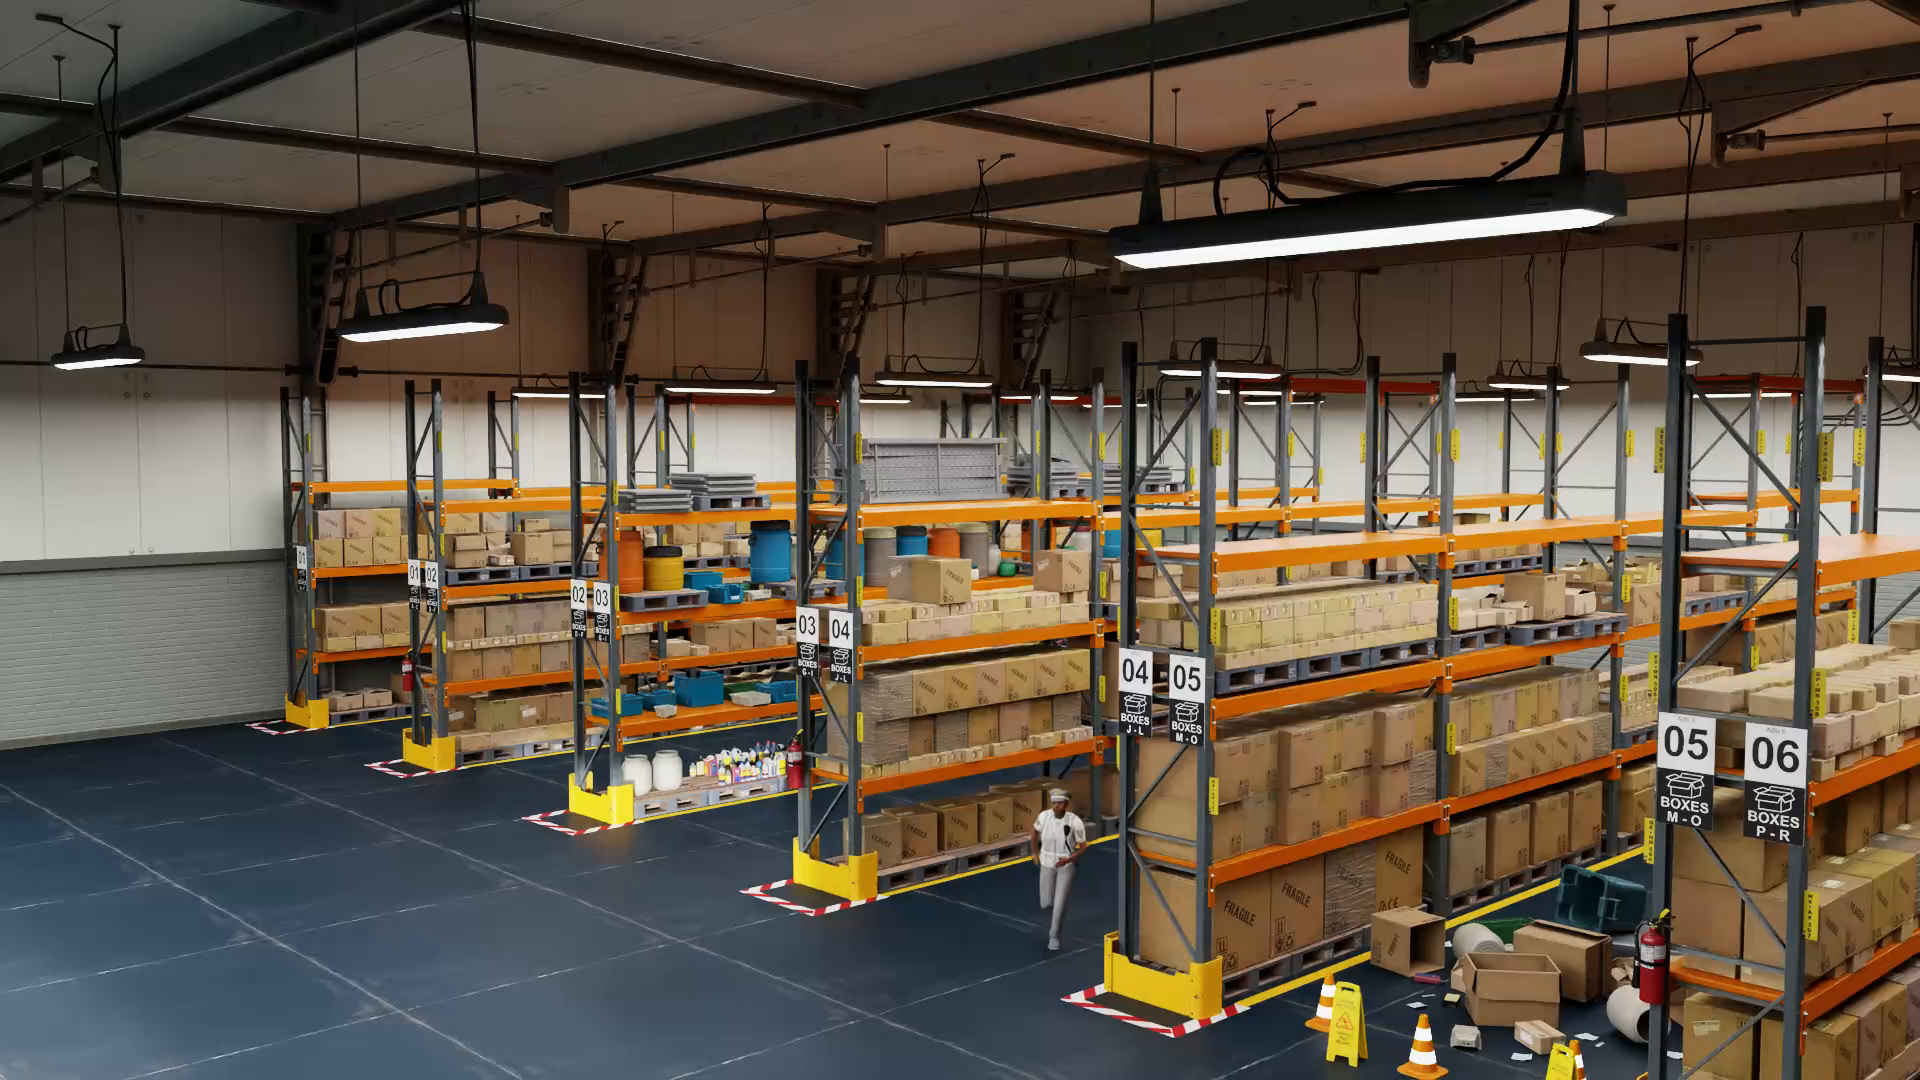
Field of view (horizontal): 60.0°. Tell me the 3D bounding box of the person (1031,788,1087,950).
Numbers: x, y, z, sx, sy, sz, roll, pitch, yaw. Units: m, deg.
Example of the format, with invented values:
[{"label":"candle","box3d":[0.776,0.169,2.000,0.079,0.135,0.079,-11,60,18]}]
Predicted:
[{"label":"person","box3d":[0.990,3.287,16.788,0.608,1.647,0.662,1,4,19]}]
